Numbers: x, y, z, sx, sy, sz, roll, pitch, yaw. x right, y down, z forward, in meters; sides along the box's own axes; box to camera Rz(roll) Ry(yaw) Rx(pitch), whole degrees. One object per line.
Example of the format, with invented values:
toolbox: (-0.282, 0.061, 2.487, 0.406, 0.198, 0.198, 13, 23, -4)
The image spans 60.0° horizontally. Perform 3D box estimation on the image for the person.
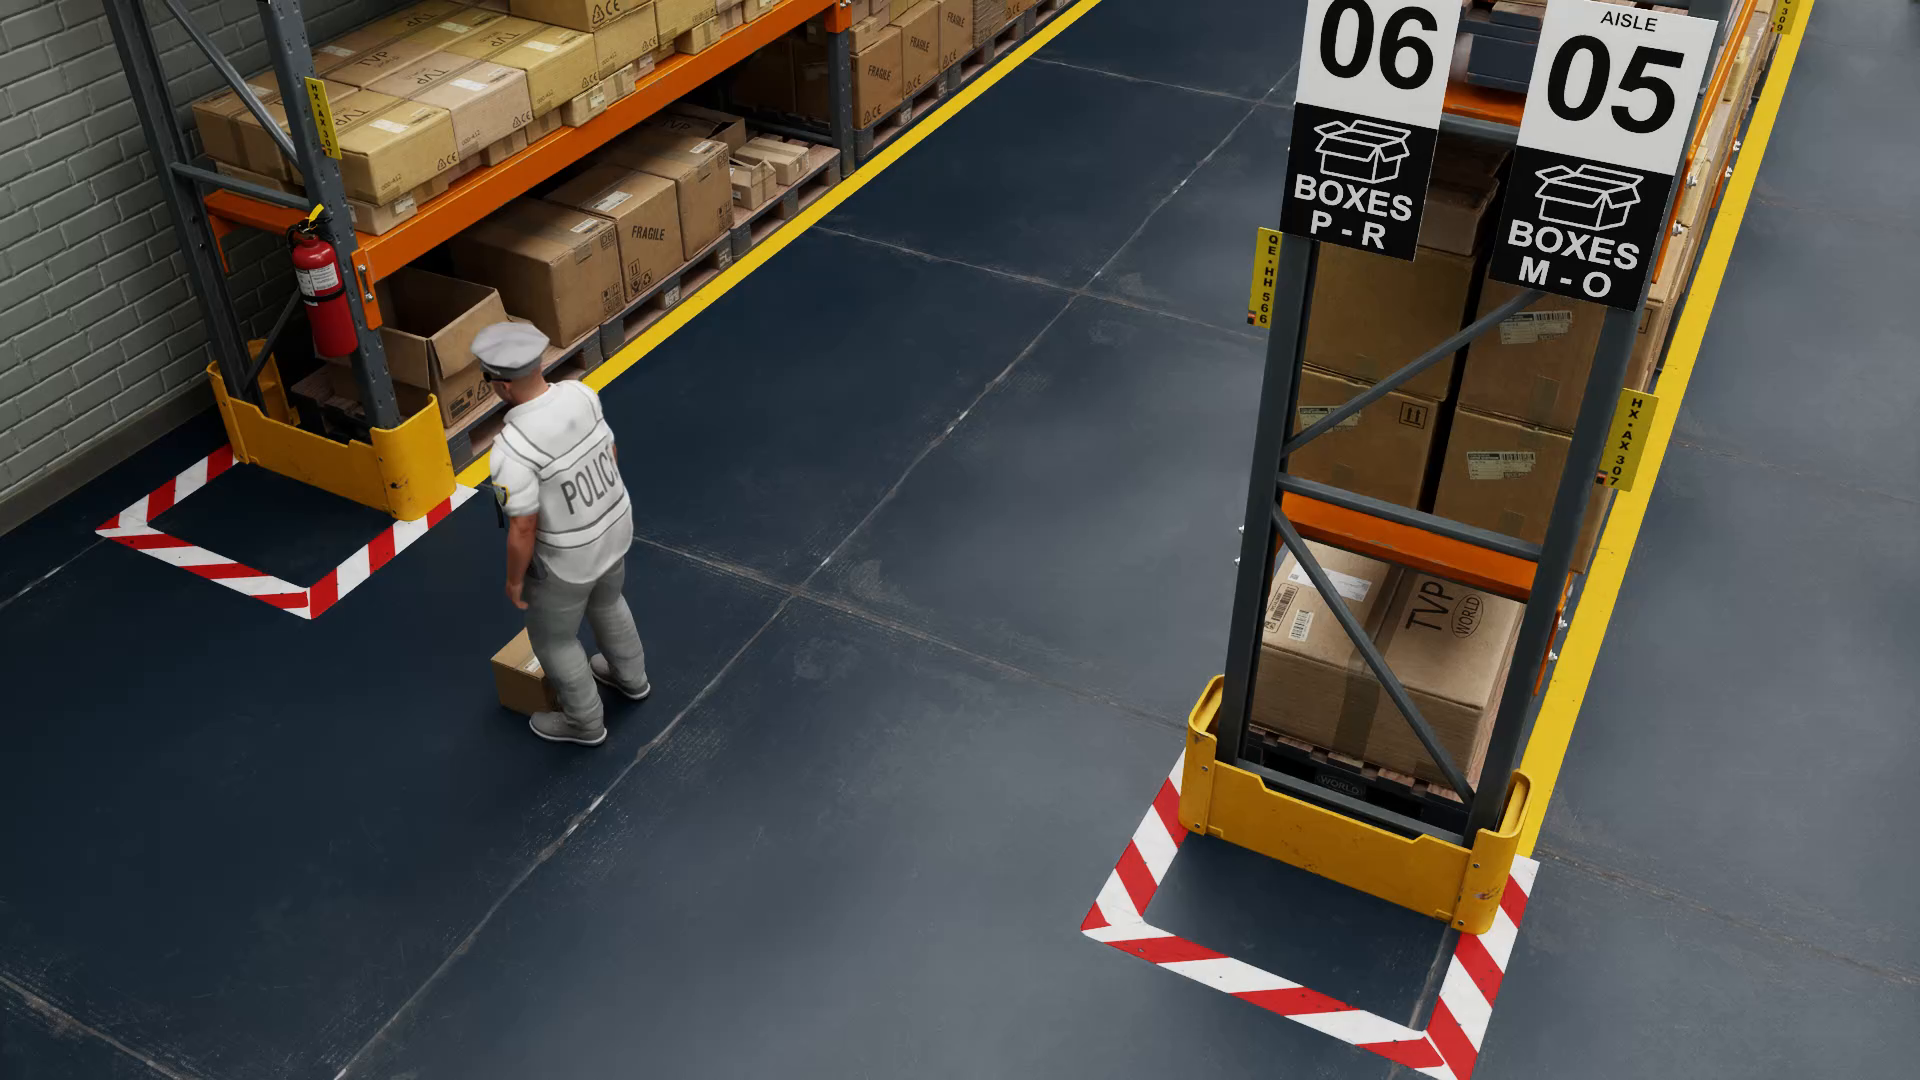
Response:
person: (-1.441, 0.014, 6.127, 0.434, 1.748, 0.585, 18, 41, 21)
